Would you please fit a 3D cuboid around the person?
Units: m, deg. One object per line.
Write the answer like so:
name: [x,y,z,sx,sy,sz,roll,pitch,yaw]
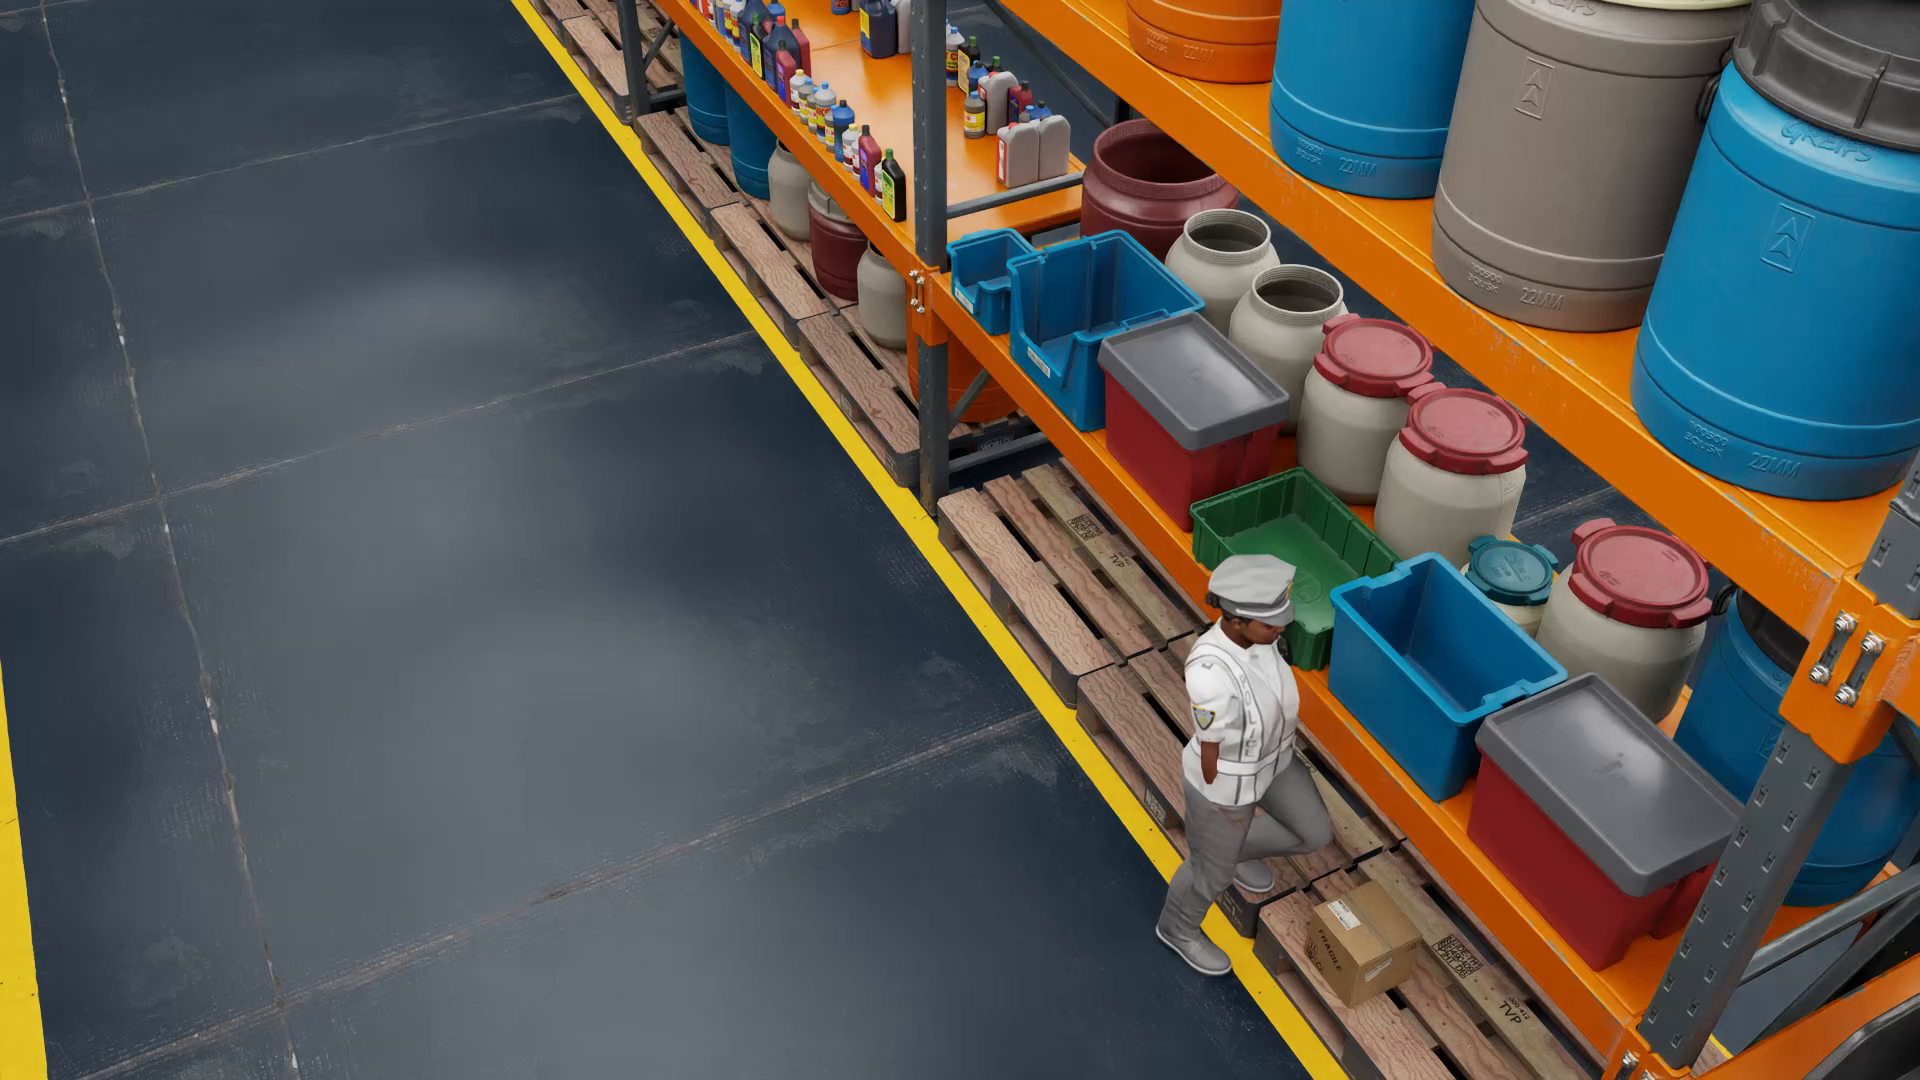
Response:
person: [0.939,0.756,5.310,0.495,1.660,0.438,28,49,28]
